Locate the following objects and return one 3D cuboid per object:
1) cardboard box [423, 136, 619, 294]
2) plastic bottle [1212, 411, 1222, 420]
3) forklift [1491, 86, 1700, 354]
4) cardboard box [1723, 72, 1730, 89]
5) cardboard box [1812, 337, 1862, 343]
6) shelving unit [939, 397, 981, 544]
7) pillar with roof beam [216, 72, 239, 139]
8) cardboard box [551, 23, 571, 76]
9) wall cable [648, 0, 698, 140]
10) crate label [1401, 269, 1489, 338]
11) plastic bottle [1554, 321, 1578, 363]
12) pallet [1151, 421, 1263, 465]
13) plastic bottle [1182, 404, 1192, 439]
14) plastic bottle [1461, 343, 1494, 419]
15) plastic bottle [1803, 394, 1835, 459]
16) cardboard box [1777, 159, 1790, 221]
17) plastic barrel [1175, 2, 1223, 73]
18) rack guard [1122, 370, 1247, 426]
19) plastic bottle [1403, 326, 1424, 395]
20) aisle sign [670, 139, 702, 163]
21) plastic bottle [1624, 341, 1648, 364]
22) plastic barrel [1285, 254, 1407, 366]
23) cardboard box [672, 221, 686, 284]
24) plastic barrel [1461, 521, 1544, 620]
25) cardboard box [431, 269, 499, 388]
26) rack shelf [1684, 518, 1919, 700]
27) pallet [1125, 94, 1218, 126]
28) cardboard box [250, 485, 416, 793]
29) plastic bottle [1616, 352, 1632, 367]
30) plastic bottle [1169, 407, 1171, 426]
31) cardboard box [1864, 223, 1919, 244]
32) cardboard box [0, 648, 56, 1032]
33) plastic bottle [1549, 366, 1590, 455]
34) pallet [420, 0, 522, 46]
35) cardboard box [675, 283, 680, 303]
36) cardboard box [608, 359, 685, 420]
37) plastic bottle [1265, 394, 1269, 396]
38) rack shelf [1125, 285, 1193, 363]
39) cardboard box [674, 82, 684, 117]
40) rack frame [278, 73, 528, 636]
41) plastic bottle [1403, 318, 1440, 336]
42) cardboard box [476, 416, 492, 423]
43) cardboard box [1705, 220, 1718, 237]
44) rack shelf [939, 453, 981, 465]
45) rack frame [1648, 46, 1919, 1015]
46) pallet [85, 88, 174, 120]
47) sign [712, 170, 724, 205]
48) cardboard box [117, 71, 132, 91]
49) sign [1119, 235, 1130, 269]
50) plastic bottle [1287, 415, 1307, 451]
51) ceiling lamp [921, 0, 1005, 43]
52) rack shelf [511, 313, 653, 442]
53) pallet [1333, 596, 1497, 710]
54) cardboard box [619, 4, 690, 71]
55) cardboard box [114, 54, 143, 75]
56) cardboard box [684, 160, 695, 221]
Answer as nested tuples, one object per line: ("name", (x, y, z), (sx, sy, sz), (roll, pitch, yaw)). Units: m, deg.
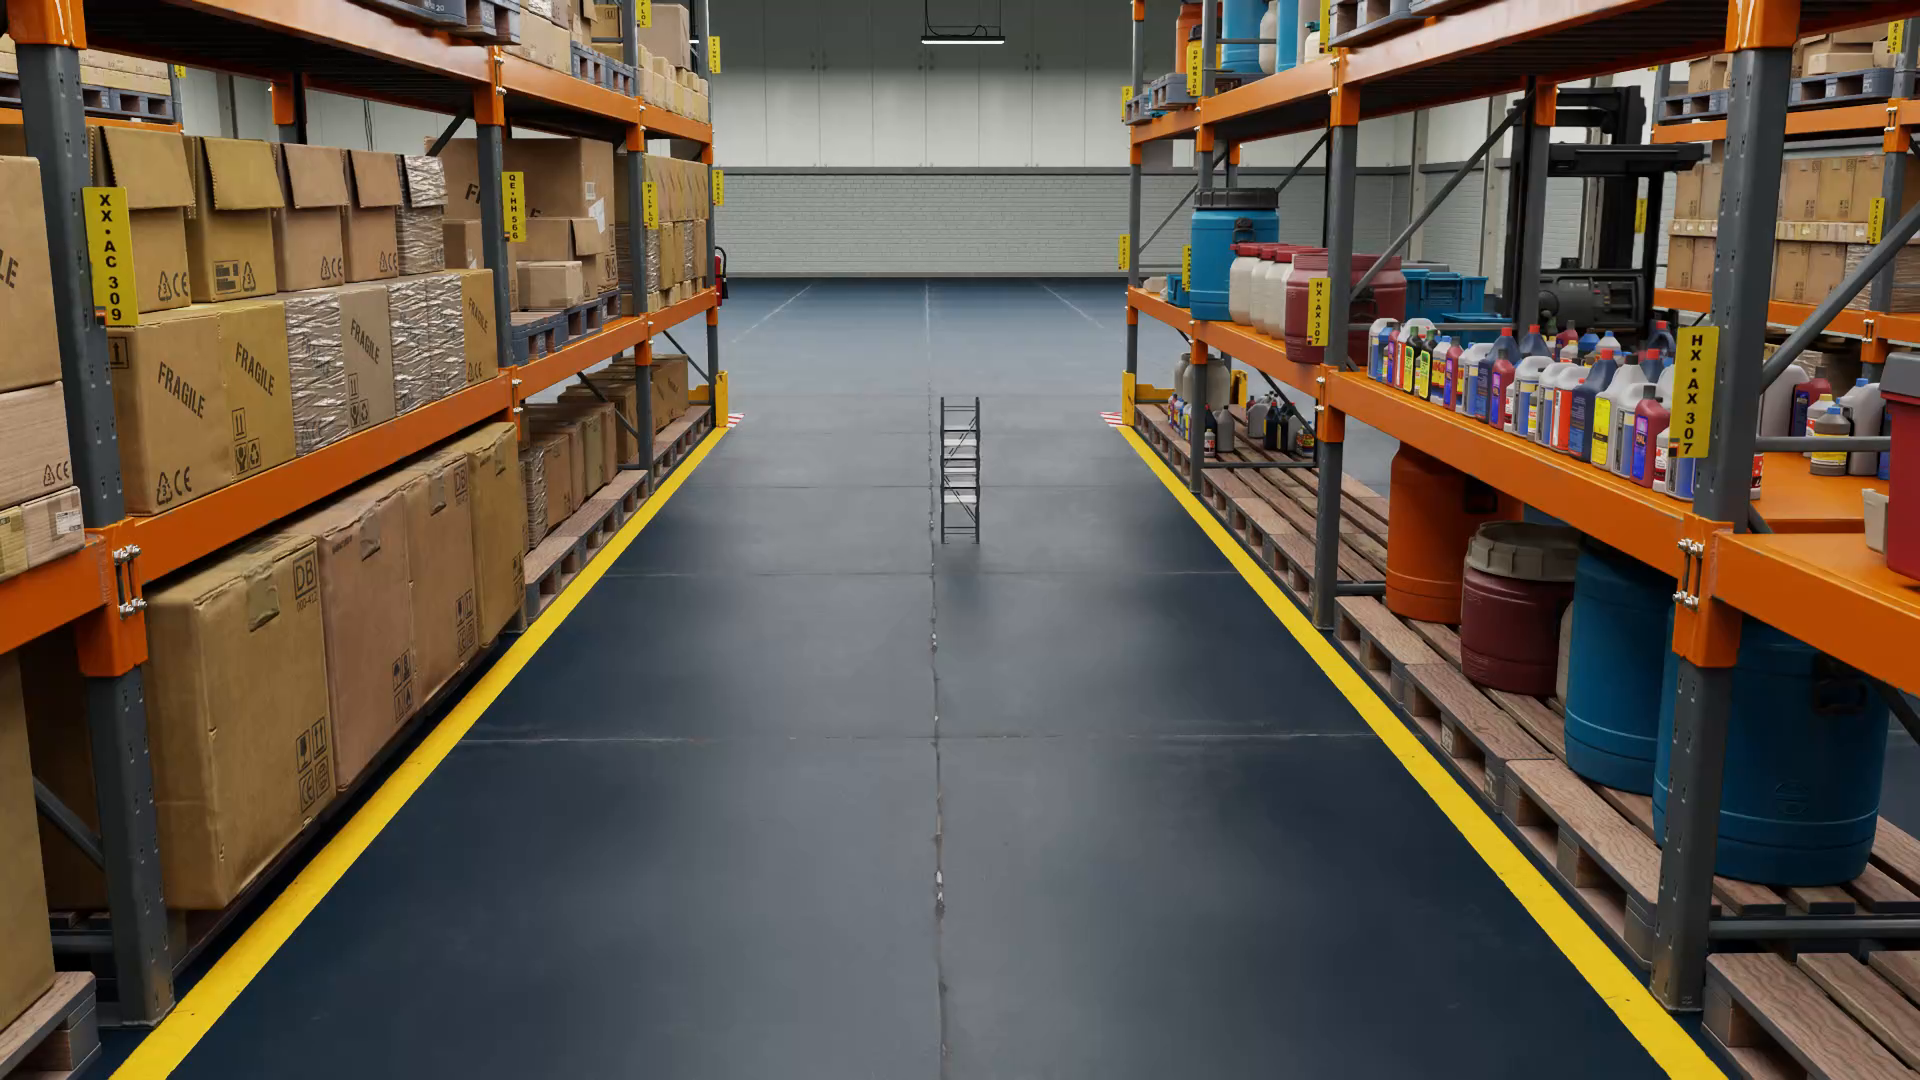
("cardboard box", (-2.874, -2.143, 11.014), (1.000, 1.000, 1.000), (0, 11, -1))
("plastic bottle", (2.044, -0.874, 13.065), (0.152, 0.276, 0.135), (0, 11, -1))
("forklift", (4.564, -1.808, 12.097), (1.130, 2.935, 3.031), (0, 11, 0))
("cardboard box", (6.919, -4.024, 14.528), (0.380, 0.149, 0.250), (0, 11, -1))
("cardboard box", (7.424, -1.459, 14.181), (0.500, 0.500, 0.500), (0, 11, -1))
("shelving unit", (0.000, -0.439, 10.462), (0.258, 0.900, 0.210), (0, 11, -1))
("pillar with roof beam", (-14.906, -11.314, 43.696), (9.100, 9.000, 0.548), (0, 11, -1))
("cardboard box", (-2.453, -2.702, 9.166), (0.500, 0.250, 0.500), (0, 11, 0))
("wall cable", (-8.457, -13.590, 46.361), (2.305, 6.003, 0.169), (0, 11, -1))
("crate label", (2.534, -1.243, 9.053), (0.502, 0.435, 0.616), (0, 11, -1))
("plastic bottle", (2.724, -0.845, 7.475), (0.061, 0.283, 0.133), (0, 11, -1))
("pallet", (2.201, -0.832, 14.131), (1.003, 0.211, 1.213), (0, 11, -1))
("plastic bottle", (1.890, -0.965, 13.513), (0.152, 0.276, 0.135), (0, 11, 0))
("plastic bottle", (1.999, -0.603, 6.301), (0.152, 0.276, 0.135), (0, 11, -1))
("plastic bottle", (2.752, -0.363, 5.303), (0.097, 0.201, 0.097), (0, 11, 0))
("cardboard box", (7.107, -2.914, 13.865), (0.700, 0.500, 0.500), (0, 11, -1))
("plastic barrel", (2.256, -4.408, 15.060), (0.600, 0.830, 0.708), (0, 11, -1))
("rack guard", (2.168, -1.377, 16.091), (1.175, 0.500, 0.348), (0, 11, -1))
("plastic bottle", (1.937, -0.764, 7.073), (0.061, 0.283, 0.133), (0, 11, -1))
("aisle sign", (-2.534, -3.885, 15.624), (0.394, 0.787, 0.004), (0, 11, -1))
("plastic bottle", (2.603, -0.627, 6.398), (0.061, 0.283, 0.133), (0, 11, -1))
("plastic barrel", (1.972, -1.185, 8.513), (0.600, 0.536, 0.708), (0, 11, -1))
("cardboard box", (-2.753, -2.384, 13.769), (0.875, 0.500, 0.500), (0, 11, -1))
("plastic barrel", (2.413, 0.195, 7.253), (0.421, 0.512, 0.421), (0, 11, 0))
("cardboard box", (-2.410, -0.959, 7.489), (0.500, 0.500, 0.500), (0, 11, 1))
("rack shelf", (2.408, 0.518, 2.270), (1.077, 0.370, 4.000), (0, 11, -1))
("pallet", (2.038, -3.830, 14.824), (1.003, 0.211, 1.213), (0, 11, -1))
("cardboard box", (-2.637, 0.319, 5.730), (1.225, 0.875, 0.875), (-1, 11, -3))
("plastic bottle", (2.720, -0.666, 6.798), (0.097, 0.201, 0.097), (0, 11, 0))
("plastic bottle", (1.847, -1.079, 14.267), (0.097, 0.201, 0.097), (0, 11, 0))
("cardboard box", (6.934, -2.262, 12.281), (0.380, 0.149, 0.250), (0, 11, -1))
("cardboard box", (-2.651, 0.755, 3.579), (0.875, 0.875, 0.875), (0, 11, -1))
("plastic bottle", (2.018, -0.421, 5.402), (0.152, 0.276, 0.135), (0, 11, -1))
("pallet", (-2.601, -2.257, 7.068), (1.213, 0.211, 1.003), (0, 11, 1))
("cardboard box", (-2.498, -2.021, 13.608), (0.380, 0.149, 0.250), (0, 11, -1))
("cardboard box", (-2.790, -1.335, 14.826), (0.500, 0.500, 0.500), (3, 12, 14))
("plastic bottle", (2.616, -1.115, 14.238), (0.061, 0.283, 0.133), (0, 11, 0))
("rack shelf", (2.160, -1.867, 14.028), (1.077, 0.370, 4.000), (0, 11, -1))
("cardboard box", (-2.538, -3.598, 13.581), (0.500, 0.250, 0.500), (0, 11, -2))
("rack frame", (-2.668, -1.007, 7.977), (1.000, 3.000, 0.127), (0, 11, -1))
("plastic bottle", (2.122, -0.880, 7.663), (0.152, 0.276, 0.135), (0, 11, -1))
("cardboard box", (-2.711, -0.498, 8.763), (0.500, 0.250, 0.500), (0, 11, 1))
("cardboard box", (6.879, -2.773, 14.799), (0.380, 0.149, 0.250), (0, 11, -2))
("rack shelf", (0.000, -0.495, 10.450), (0.258, 0.077, 0.200), (0, 11, -1))
("rack frame", (2.367, -0.232, 4.158), (1.000, 3.000, 0.127), (0, 11, -1))
("pallet", (-7.768, -3.876, 14.798), (1.003, 0.211, 1.213), (0, 11, -1))
("sign", (-2.278, -3.318, 15.661), (0.100, 0.325, 0.005), (0, 11, -1))
("cardboard box", (-7.433, -3.982, 14.424), (0.380, 0.149, 0.250), (0, 11, -1))
("sign", (1.569, -2.752, 15.882), (0.100, 0.325, 0.005), (0, 11, -1))
("plastic bottle", (2.599, -0.832, 12.861), (0.152, 0.276, 0.135), (0, 11, 1))
("ceiling lamp", (0.065, -13.468, 39.631), (2.000, 3.185, 0.800), (0, 11, -1))
("rack shelf", (-2.709, -1.052, 10.009), (1.077, 0.370, 4.000), (0, 11, -1))
("pallet", (2.342, 0.496, 7.583), (1.003, 0.211, 1.213), (0, 11, -1))
("cardboard box", (-2.548, -4.200, 13.915), (0.500, 0.500, 0.500), (0, 11, -1))
("cardboard box", (-7.495, -4.198, 14.486), (0.500, 0.250, 0.500), (0, 11, -1))
("cardboard box", (-2.551, -2.975, 14.163), (0.500, 0.500, 0.500), (0, 11, -1))
